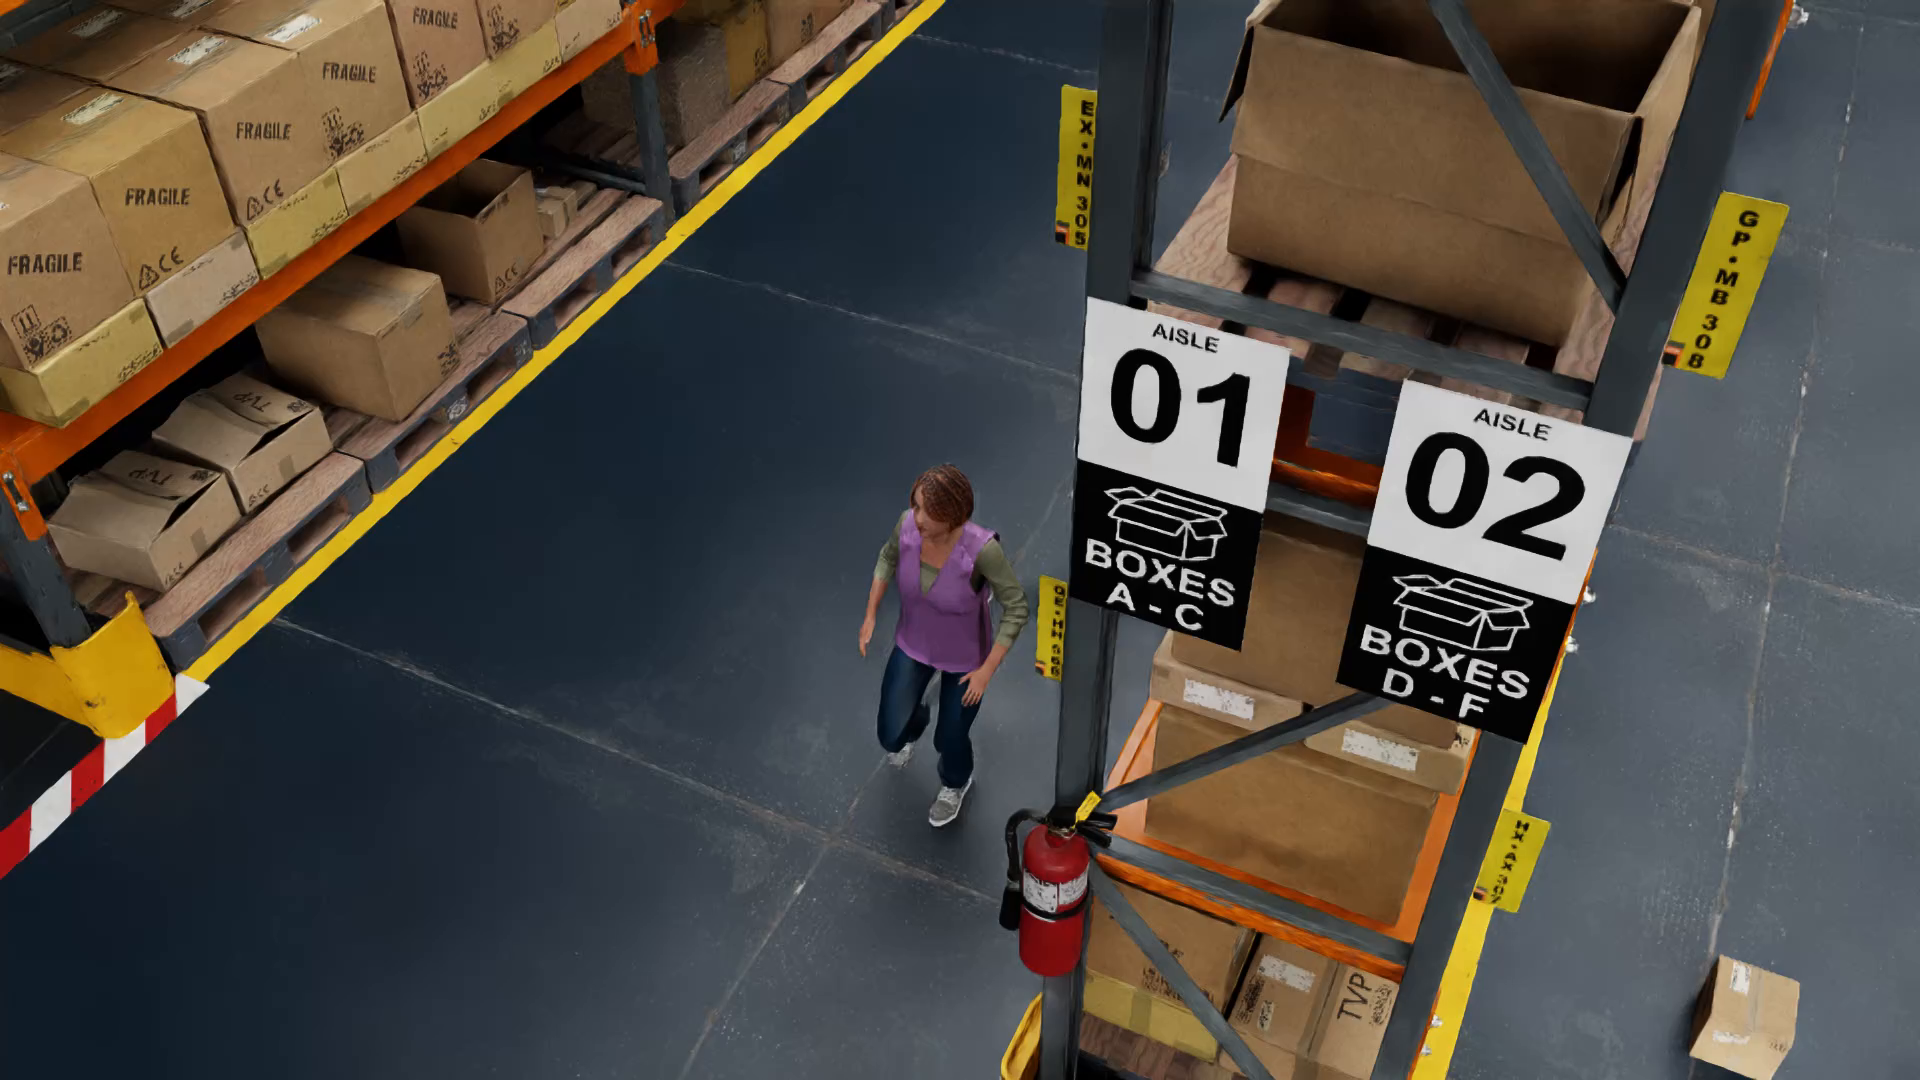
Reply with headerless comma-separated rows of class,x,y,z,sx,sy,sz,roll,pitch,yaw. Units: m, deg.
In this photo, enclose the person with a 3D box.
person,-0.066,0.441,5.773,0.585,1.481,0.441,14,44,15
